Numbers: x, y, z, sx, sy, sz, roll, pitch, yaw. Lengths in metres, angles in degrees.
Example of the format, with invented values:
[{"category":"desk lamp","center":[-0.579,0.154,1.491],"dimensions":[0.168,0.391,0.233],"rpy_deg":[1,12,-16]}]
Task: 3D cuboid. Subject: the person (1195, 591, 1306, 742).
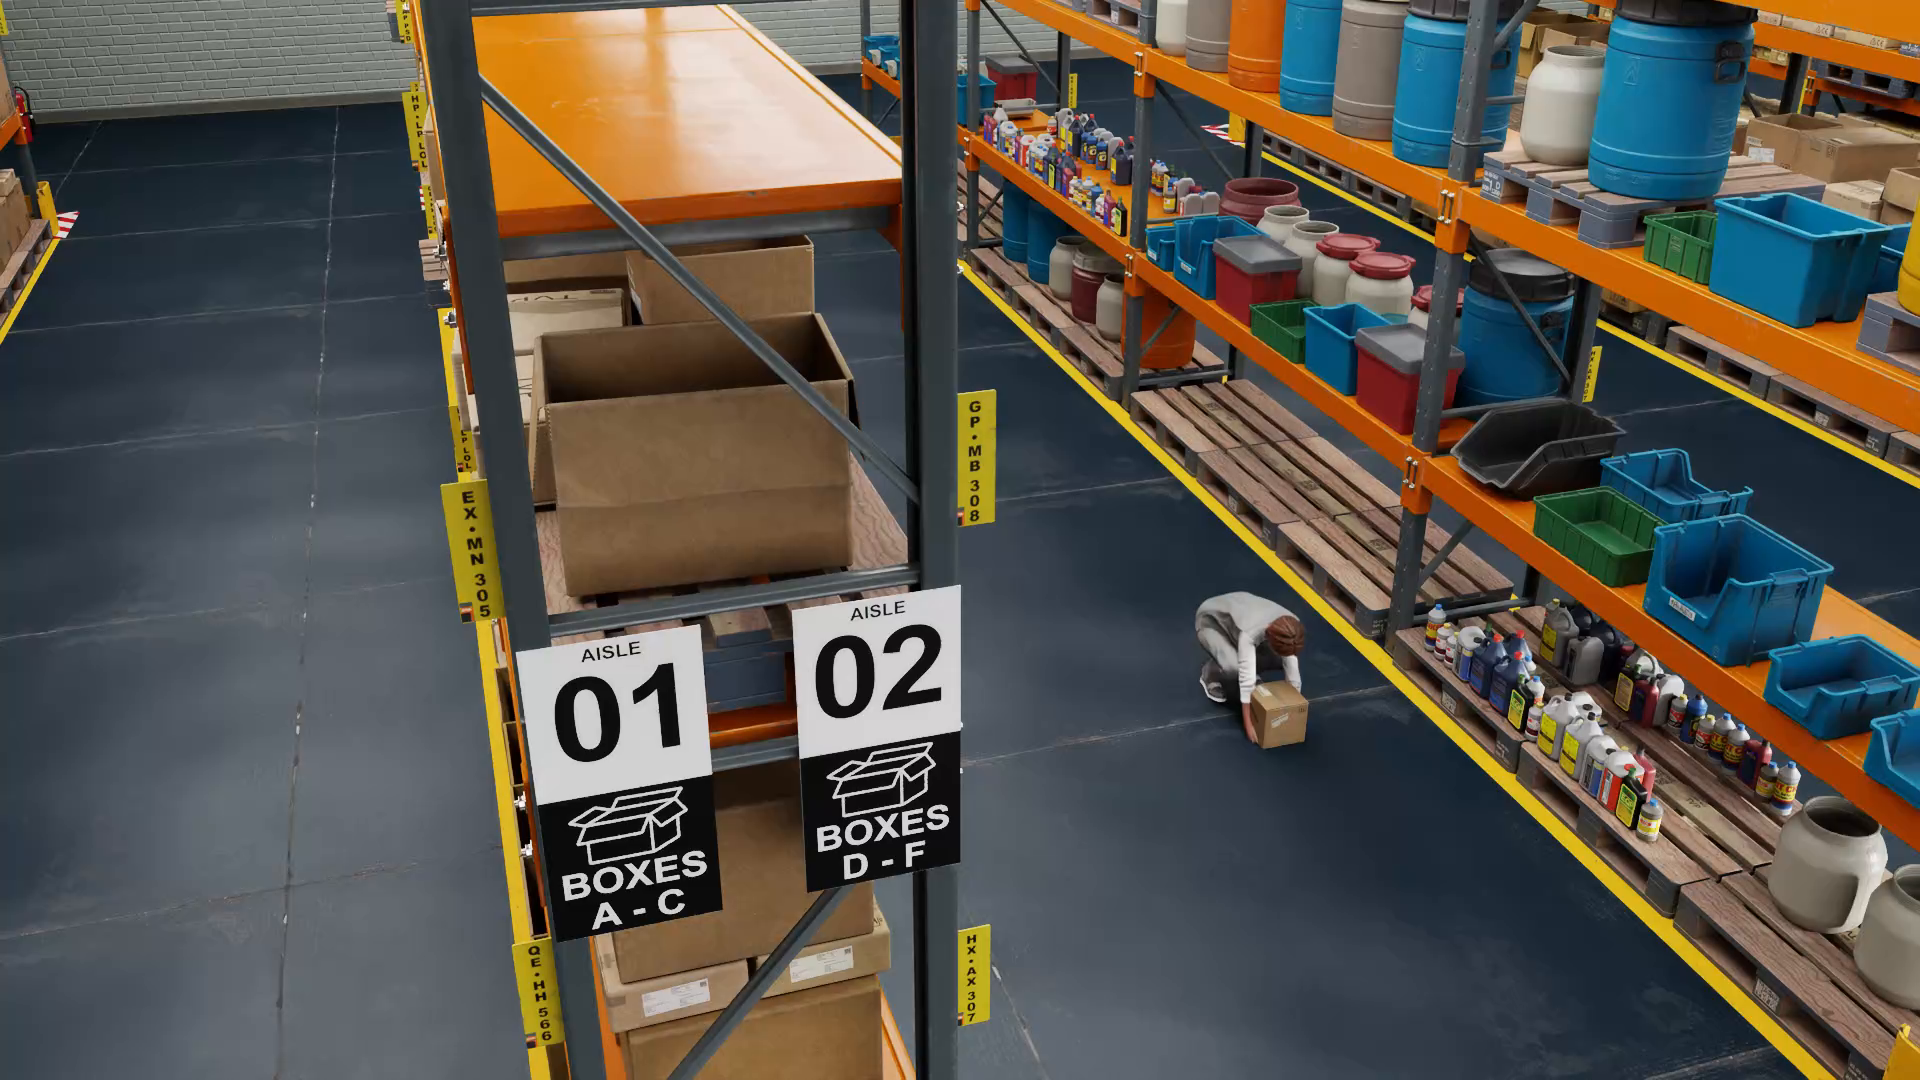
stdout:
[{"category":"person","center":[1.598,0.634,9.177],"dimensions":[0.434,0.759,0.836],"rpy_deg":[-9,28,-17]}]
